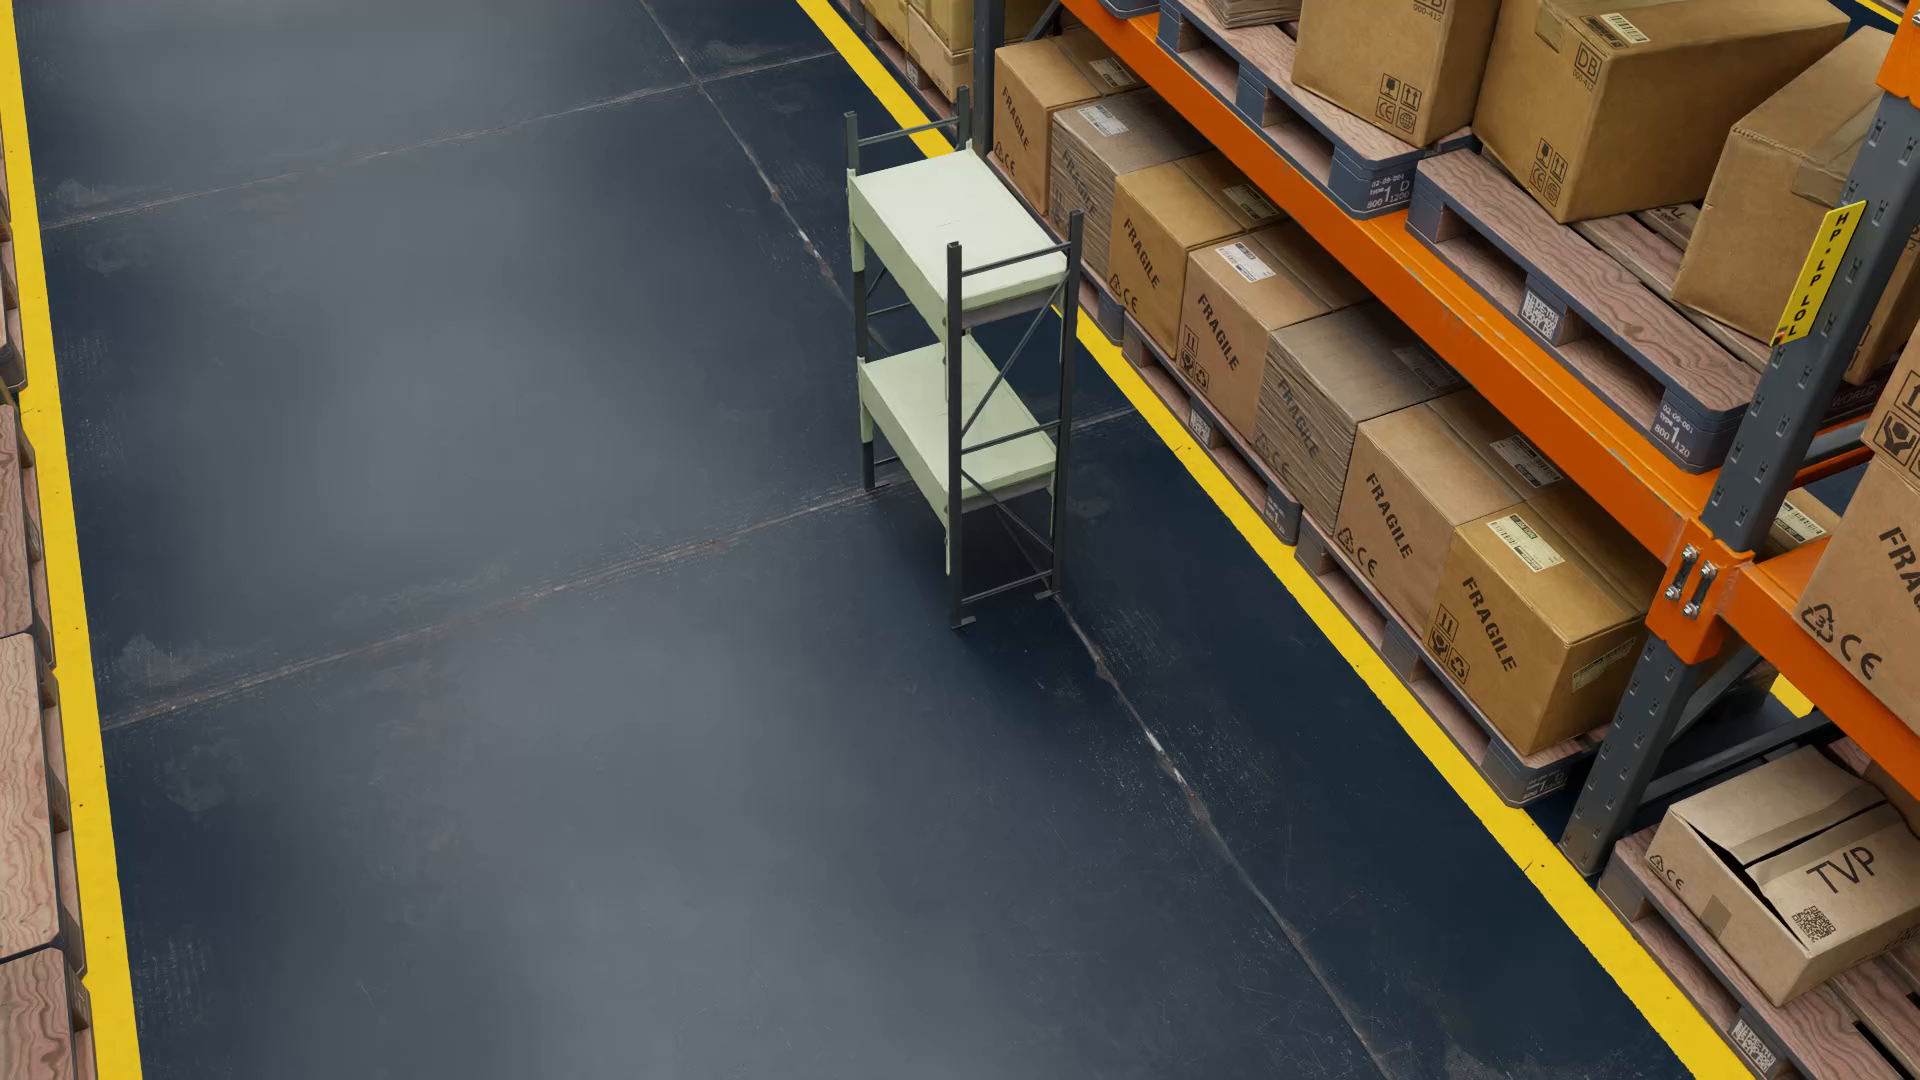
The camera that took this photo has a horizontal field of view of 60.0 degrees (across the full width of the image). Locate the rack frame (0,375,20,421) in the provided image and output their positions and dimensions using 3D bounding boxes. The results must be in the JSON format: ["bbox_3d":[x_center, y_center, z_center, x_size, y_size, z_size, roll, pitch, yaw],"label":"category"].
[{"bbox_3d":[-3.963,-1.370,5.003,1.000,3.000,0.127,-18,47,-17],"label":"rack frame"}]

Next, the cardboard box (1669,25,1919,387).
[{"bbox_3d":[2.219,-0.835,4.090,0.700,0.500,0.500,-34,54,-30],"label":"cardboard box"}]

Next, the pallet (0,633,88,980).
[{"bbox_3d":[-3.084,0.889,4.699,1.003,0.211,1.213,-18,47,-17],"label":"pallet"}]

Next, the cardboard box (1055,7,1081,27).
[{"bbox_3d":[0.579,-2.622,7.531,0.500,0.311,0.500,-17,47,-16],"label":"cardboard box"}]

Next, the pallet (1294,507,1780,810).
[{"bbox_3d":[1.839,0.204,5.393,1.003,0.211,1.213,-18,47,-17],"label":"pallet"}]

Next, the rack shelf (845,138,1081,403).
[{"bbox_3d":[-0.003,-0.816,4.953,0.431,0.370,0.720,-18,47,-17],"label":"rack shelf"}]

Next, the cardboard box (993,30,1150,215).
[{"bbox_3d":[0.465,-1.723,6.827,0.500,0.500,0.500,-16,47,-16],"label":"cardboard box"}]

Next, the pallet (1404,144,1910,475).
[{"bbox_3d":[1.978,-0.755,4.516,1.003,0.211,1.213,-18,47,-17],"label":"pallet"}]

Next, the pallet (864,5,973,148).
[{"bbox_3d":[0.222,-2.374,8.006,1.003,0.211,1.213,-18,47,-17],"label":"pallet"}]

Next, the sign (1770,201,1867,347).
[{"bbox_3d":[1.713,-0.528,3.325,0.100,0.325,0.005,-18,47,-17],"label":"sign"}]

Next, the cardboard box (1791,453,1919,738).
[{"bbox_3d":[2.182,0.088,3.454,0.500,0.500,0.500,-17,47,-16],"label":"cardboard box"}]

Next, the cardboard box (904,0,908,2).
[{"bbox_3d":[-0.135,-2.792,7.703,0.500,0.311,0.500,-19,48,-18],"label":"cardboard box"}]

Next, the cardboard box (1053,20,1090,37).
[{"bbox_3d":[0.579,-2.422,7.728,0.500,0.250,0.500,-18,47,-18],"label":"cardboard box"}]

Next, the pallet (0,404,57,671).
[{"bbox_3d":[-3.593,0.112,5.486,1.003,0.211,1.213,-18,47,-17],"label":"pallet"}]

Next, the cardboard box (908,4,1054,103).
[{"bbox_3d":[0.091,-2.265,7.568,0.500,0.250,0.500,-17,47,-16],"label":"cardboard box"}]

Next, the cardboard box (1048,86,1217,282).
[{"bbox_3d":[0.691,-1.391,6.491,0.500,0.500,0.500,-20,48,-19],"label":"cardboard box"}]

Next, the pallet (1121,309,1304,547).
[{"bbox_3d":[1.322,-0.575,6.182,1.003,0.211,1.213,-18,47,-17],"label":"pallet"}]

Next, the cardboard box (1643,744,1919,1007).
[{"bbox_3d":[2.195,0.850,4.354,0.500,0.311,0.500,-18,47,-17],"label":"cardboard box"}]

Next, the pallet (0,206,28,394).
[{"bbox_3d":[-4.253,-0.883,6.495,1.003,0.211,1.213,-18,47,-17],"label":"pallet"}]

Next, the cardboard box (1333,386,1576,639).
[{"bbox_3d":[1.547,-0.096,5.178,0.500,0.500,0.500,-18,47,-17],"label":"cardboard box"}]

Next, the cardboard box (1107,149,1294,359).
[{"bbox_3d":[0.897,-1.070,6.165,0.500,0.500,0.500,-19,48,-18],"label":"cardboard box"}]

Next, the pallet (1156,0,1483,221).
[{"bbox_3d":[1.355,-1.525,5.296,1.003,0.211,1.213,-18,47,-17],"label":"pallet"}]

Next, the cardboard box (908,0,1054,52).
[{"bbox_3d":[0.090,-2.462,7.369,0.500,0.311,0.500,-17,47,-16],"label":"cardboard box"}]

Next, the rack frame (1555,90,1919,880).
[{"bbox_3d":[2.215,-0.282,3.900,1.000,3.000,0.127,-18,47,-17],"label":"rack frame"}]

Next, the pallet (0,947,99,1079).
[{"bbox_3d":[-2.567,1.667,3.910,1.003,0.211,1.213,-18,47,-17],"label":"pallet"}]

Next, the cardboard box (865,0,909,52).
[{"bbox_3d":[-0.129,-2.592,7.900,0.500,0.250,0.500,-19,48,-18],"label":"cardboard box"}]

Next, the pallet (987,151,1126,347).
[{"bbox_3d":[0.813,-1.351,6.969,1.003,0.211,1.213,-18,47,-17],"label":"pallet"}]

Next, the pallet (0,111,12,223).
[{"bbox_3d":[-4.762,-1.659,7.281,1.003,0.211,1.213,-18,47,-17],"label":"pallet"}]

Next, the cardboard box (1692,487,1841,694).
[{"bbox_3d":[2.233,0.071,5.009,0.500,0.500,0.500,-20,48,-19],"label":"cardboard box"}]

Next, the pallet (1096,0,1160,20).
[{"bbox_3d":[0.882,-2.351,6.134,1.213,0.211,1.003,-18,47,-17],"label":"pallet"}]

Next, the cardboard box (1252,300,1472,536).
[{"bbox_3d":[1.337,-0.416,5.502,0.500,0.500,0.500,-17,47,-17],"label":"cardboard box"}]

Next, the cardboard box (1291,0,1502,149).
[{"bbox_3d":[1.416,-1.575,4.840,0.700,0.500,0.500,-30,52,-27],"label":"cardboard box"}]

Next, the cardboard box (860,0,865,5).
[{"bbox_3d":[-0.338,-2.914,8.226,0.500,0.250,0.500,-17,47,-17],"label":"cardboard box"}]

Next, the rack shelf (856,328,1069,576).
[{"bbox_3d":[-0.003,-0.306,5.457,0.431,0.370,0.720,-18,47,-17],"label":"rack shelf"}]

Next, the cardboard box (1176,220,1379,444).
[{"bbox_3d":[1.121,-0.739,5.830,0.500,0.500,0.500,-20,48,-19],"label":"cardboard box"}]

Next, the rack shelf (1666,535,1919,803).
[{"bbox_3d":[3.056,1.249,2.861,1.077,0.370,4.000,-18,47,-17],"label":"rack shelf"}]

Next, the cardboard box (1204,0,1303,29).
[{"bbox_3d":[1.112,-2.009,5.280,0.700,0.500,0.500,-10,45,-10],"label":"cardboard box"}]

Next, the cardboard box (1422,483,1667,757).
[{"bbox_3d":[1.748,0.222,4.856,0.500,0.500,0.500,-18,47,-18],"label":"cardboard box"}]

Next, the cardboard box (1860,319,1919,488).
[{"bbox_3d":[2.158,-0.290,3.125,0.500,0.500,0.500,-17,47,-16],"label":"cardboard box"}]

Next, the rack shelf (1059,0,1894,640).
[{"bbox_3d":[1.374,-1.300,5.444,1.077,0.370,4.000,-18,47,-17],"label":"rack shelf"}]

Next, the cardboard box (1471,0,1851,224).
[{"bbox_3d":[1.872,-1.254,4.515,0.700,0.500,0.500,-11,46,-11],"label":"cardboard box"}]

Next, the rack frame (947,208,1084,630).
[{"bbox_3d":[0.151,-0.305,4.991,0.400,1.500,0.023,-18,47,-17],"label":"rack frame"}]

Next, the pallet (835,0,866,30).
[{"bbox_3d":[-0.287,-3.151,8.793,1.003,0.211,1.213,-18,47,-17],"label":"pallet"}]

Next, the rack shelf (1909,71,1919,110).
[{"bbox_3d":[3.056,0.181,1.807,1.077,0.370,4.000,-18,47,-17],"label":"rack shelf"}]

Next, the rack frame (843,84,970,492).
[{"bbox_3d":[-0.157,-0.771,5.464,0.400,1.500,0.023,-18,47,-17],"label":"rack frame"}]

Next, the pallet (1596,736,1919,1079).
[{"bbox_3d":[2.503,1.149,4.436,1.003,0.211,1.213,-18,47,-17],"label":"pallet"}]

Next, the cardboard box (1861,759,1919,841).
[{"bbox_3d":[2.712,0.731,4.340,0.500,0.500,0.500,-18,47,-17],"label":"cardboard box"}]

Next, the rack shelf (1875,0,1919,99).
[{"bbox_3d":[1.374,-2.368,4.391,1.077,0.370,4.000,-18,47,-17],"label":"rack shelf"}]

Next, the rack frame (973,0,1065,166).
[{"bbox_3d":[0.533,-2.831,6.483,1.000,3.000,0.127,-18,47,-17],"label":"rack frame"}]

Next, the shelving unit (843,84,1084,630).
[{"bbox_3d":[-0.003,-0.538,5.228,0.431,1.500,0.755,-18,47,-17],"label":"shelving unit"}]
